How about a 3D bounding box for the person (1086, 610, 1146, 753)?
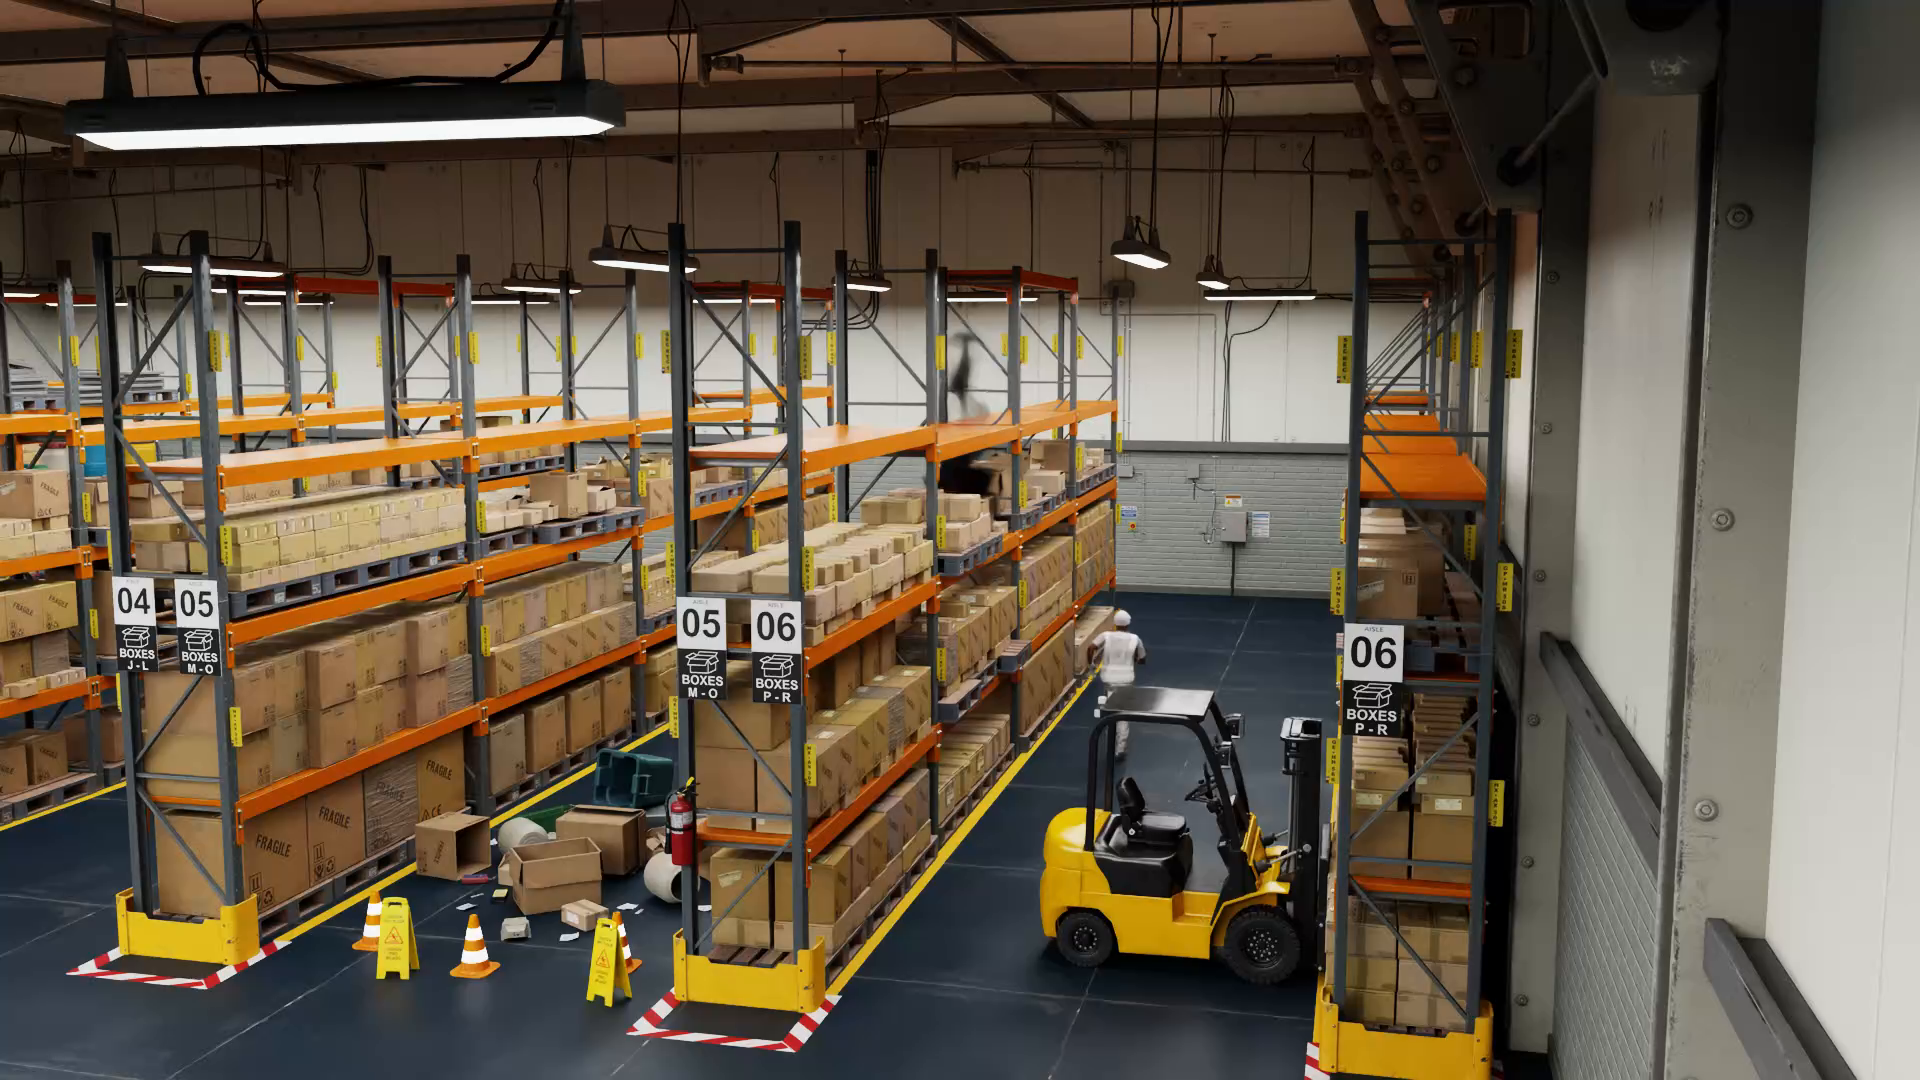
[{"bbox_3d":[1.949,1.766,20.672,0.693,1.796,0.888,2,7,15],"label":"person"}]
